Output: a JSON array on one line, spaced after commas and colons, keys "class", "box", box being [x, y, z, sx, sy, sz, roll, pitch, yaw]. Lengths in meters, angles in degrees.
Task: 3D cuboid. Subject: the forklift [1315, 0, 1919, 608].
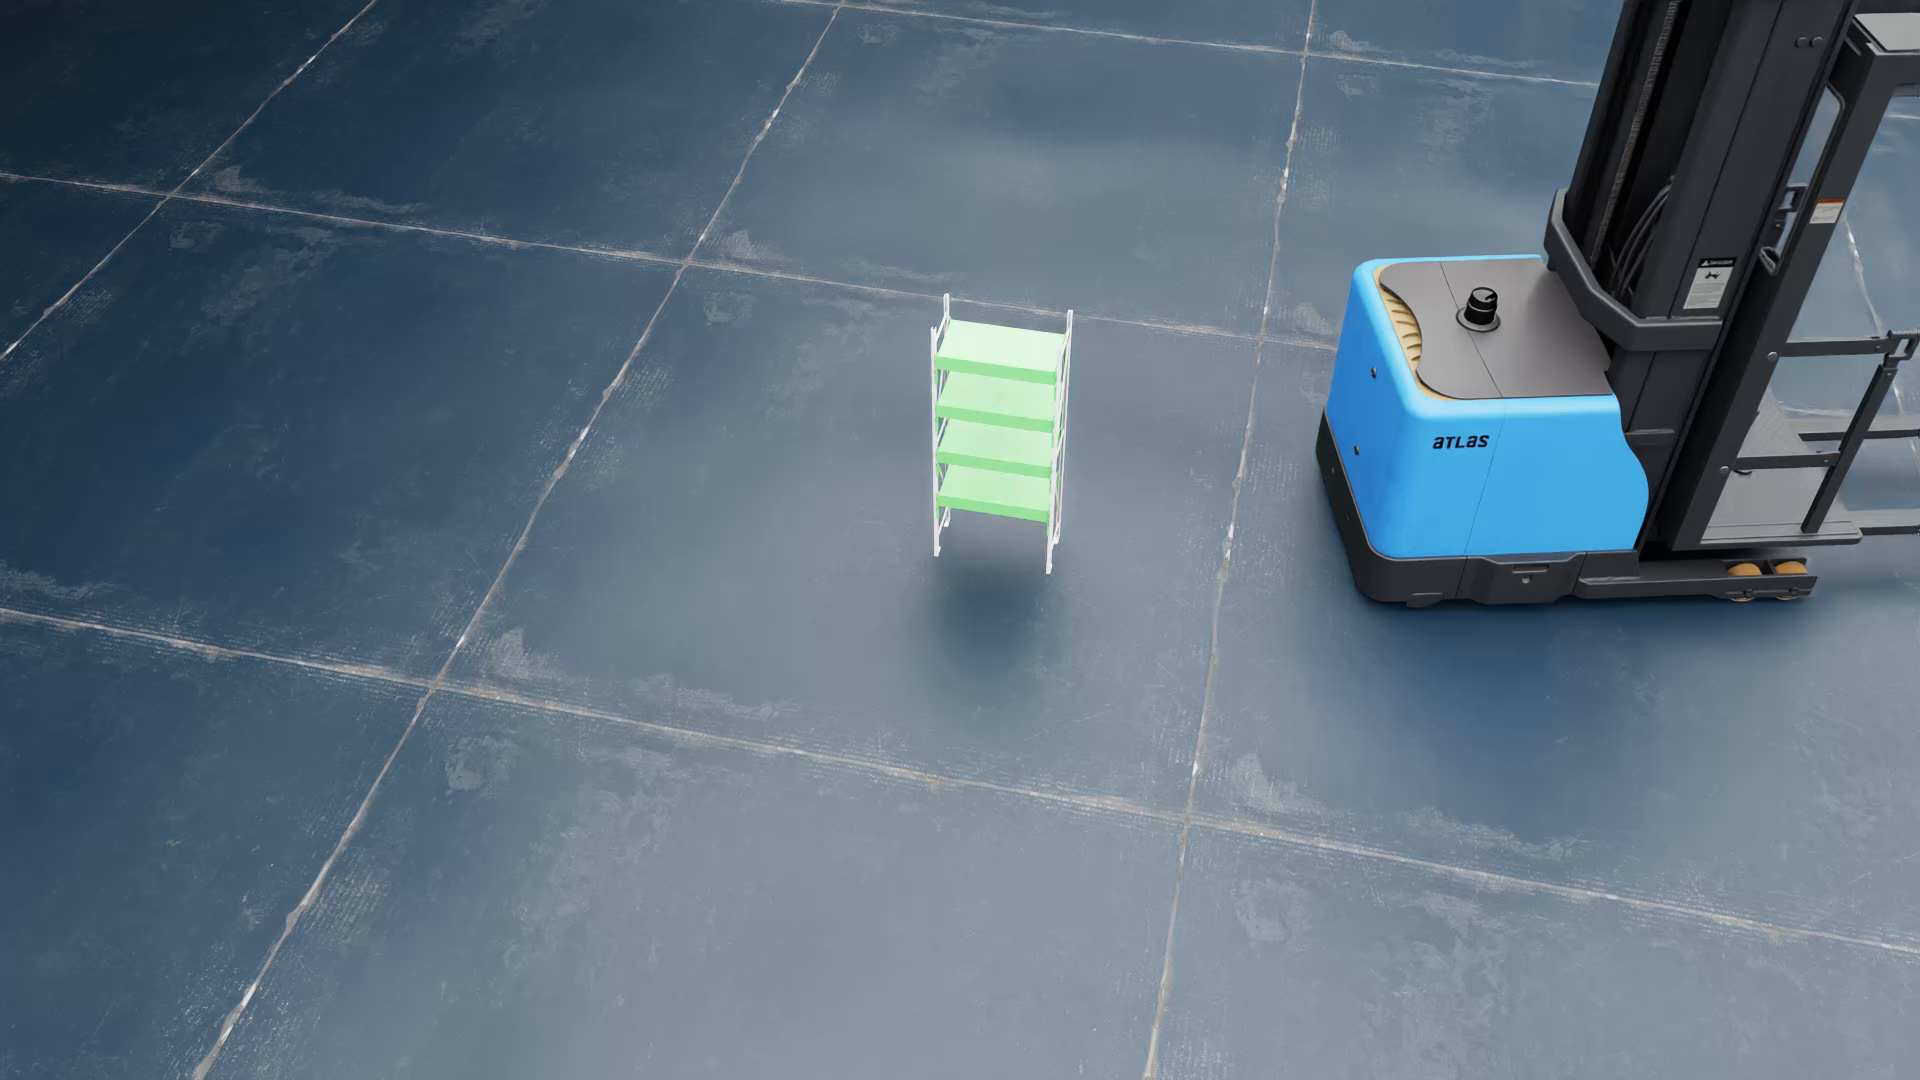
[{"class": "forklift", "box": [3.143, -1.166, 6.307, 3.031, 2.935, 1.130, -2, 44, -2]}]

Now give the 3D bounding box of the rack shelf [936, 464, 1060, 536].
[{"class": "rack shelf", "box": [0.162, -0.188, 6.979, 0.480, 0.148, 0.258, 9, 45, 9]}]

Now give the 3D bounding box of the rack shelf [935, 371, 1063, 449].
[{"class": "rack shelf", "box": [0.162, -0.534, 6.646, 0.480, 0.148, 0.258, 9, 45, 9]}]

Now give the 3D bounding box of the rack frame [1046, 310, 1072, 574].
[{"class": "rack frame", "box": [0.400, -0.370, 6.730, 0.015, 1.200, 0.240, 9, 45, 9]}]

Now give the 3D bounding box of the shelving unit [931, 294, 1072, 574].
[{"class": "shelving unit", "box": [0.162, -0.407, 6.768, 0.503, 1.200, 0.258, 9, 45, 9]}]

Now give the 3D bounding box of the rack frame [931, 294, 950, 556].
[{"class": "rack frame", "box": [-0.077, -0.444, 6.806, 0.015, 1.200, 0.240, 9, 45, 9]}]

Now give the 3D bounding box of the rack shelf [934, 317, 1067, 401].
[{"class": "rack shelf", "box": [0.162, -0.707, 6.479, 0.480, 0.148, 0.258, 9, 45, 9]}]

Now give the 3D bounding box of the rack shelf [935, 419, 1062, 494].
[{"class": "rack shelf", "box": [0.162, -0.361, 6.812, 0.480, 0.148, 0.258, 9, 45, 9]}]
